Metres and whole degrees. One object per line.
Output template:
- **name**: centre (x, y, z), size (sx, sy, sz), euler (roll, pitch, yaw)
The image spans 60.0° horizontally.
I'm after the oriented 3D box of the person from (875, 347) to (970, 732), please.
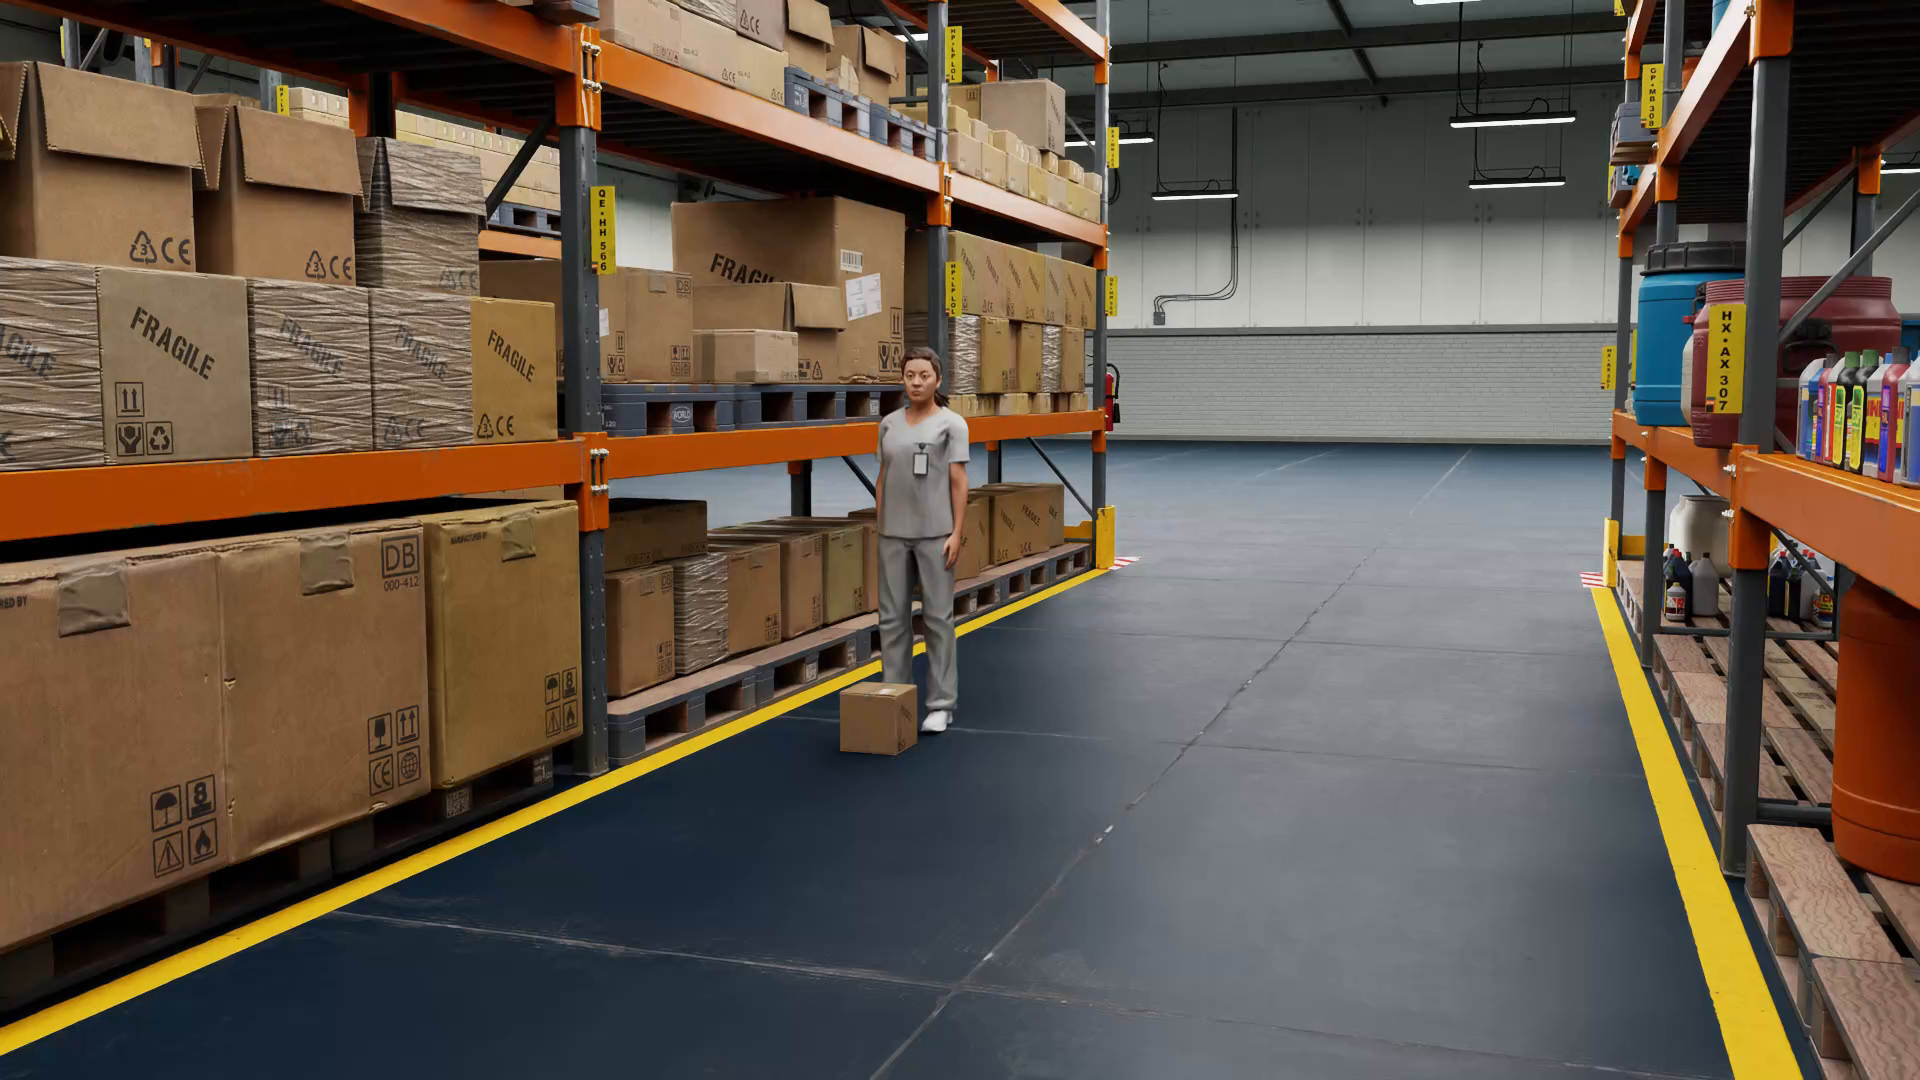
- **person**: centre (-0.174, -0.006, 7.305), size (0.438, 1.678, 0.374), euler (2, 6, 20)
